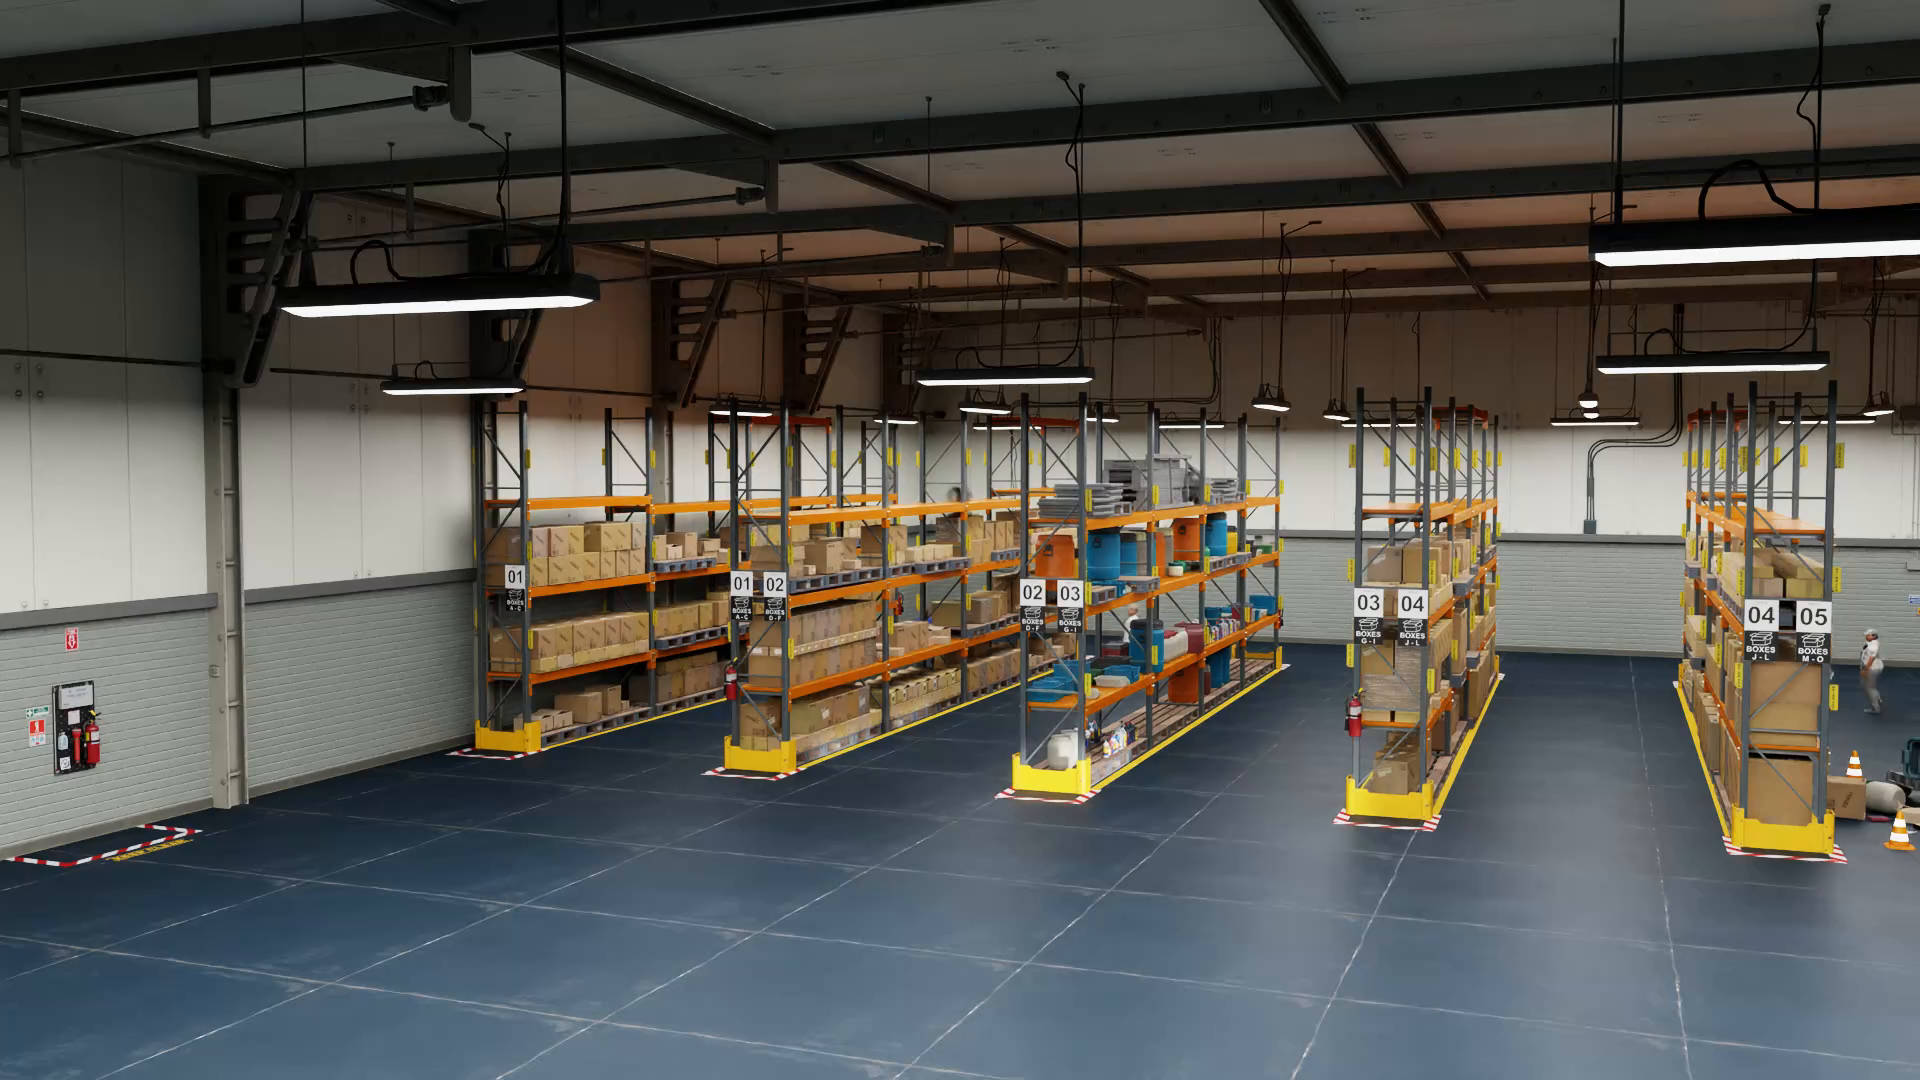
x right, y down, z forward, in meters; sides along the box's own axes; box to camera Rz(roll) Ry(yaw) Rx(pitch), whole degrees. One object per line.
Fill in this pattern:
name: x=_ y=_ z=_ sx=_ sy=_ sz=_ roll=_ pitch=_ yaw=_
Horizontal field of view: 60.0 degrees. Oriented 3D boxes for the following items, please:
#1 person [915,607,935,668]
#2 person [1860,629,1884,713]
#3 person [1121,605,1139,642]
person: x=-0.804 y=2.333 z=38.399 sx=0.552 sy=1.589 sz=0.987 roll=1 pitch=3 yaw=21
person: x=17.914 y=2.569 z=32.751 sx=0.527 sy=1.662 sz=0.474 roll=-2 pitch=3 yaw=-36
person: x=3.694 y=2.316 z=36.964 sx=0.689 sy=1.762 sz=0.592 roll=0 pitch=3 yaw=6
